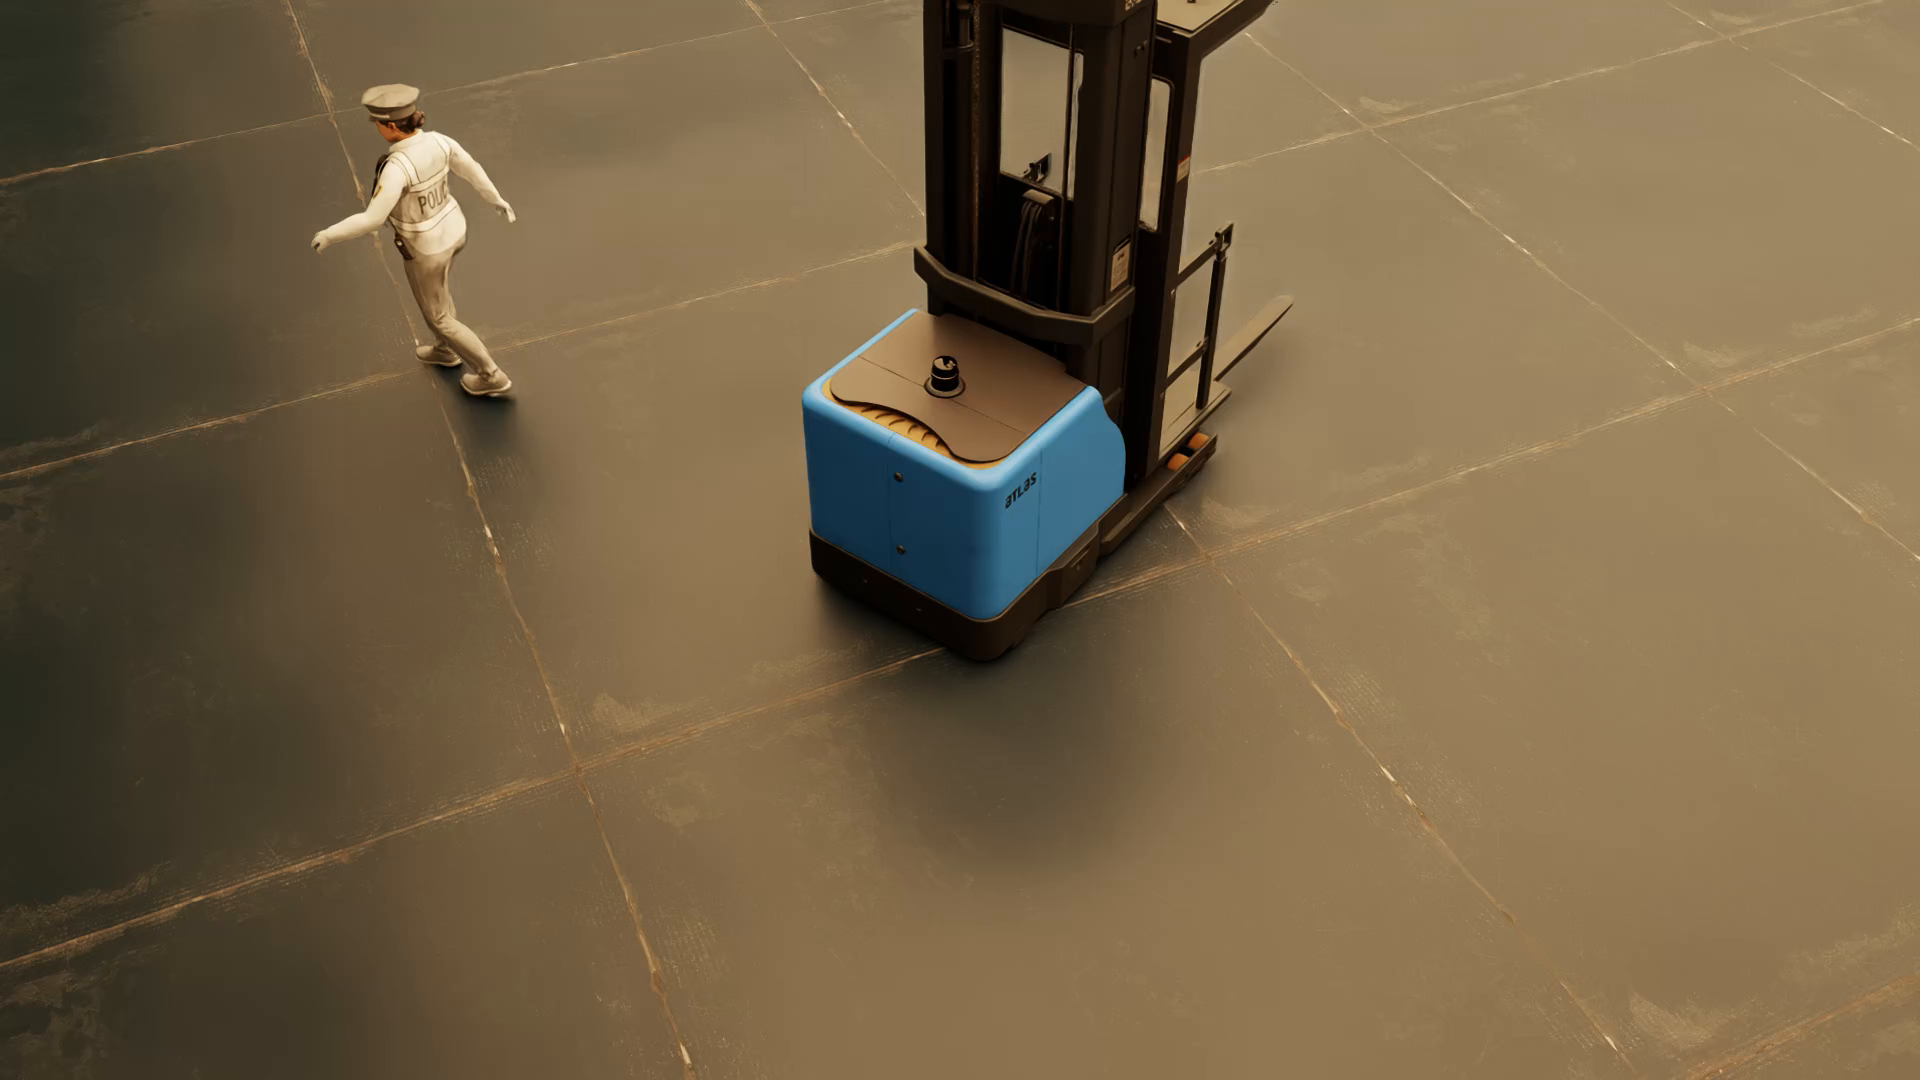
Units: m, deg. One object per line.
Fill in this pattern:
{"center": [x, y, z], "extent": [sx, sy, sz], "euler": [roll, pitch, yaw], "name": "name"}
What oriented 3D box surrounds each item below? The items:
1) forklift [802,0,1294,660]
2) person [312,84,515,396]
{"center": [0.608, -1.510, 7.299], "extent": [1.130, 2.935, 3.031], "euler": [27, 49, 26], "name": "forklift"}
{"center": [-2.619, -1.479, 8.220], "extent": [0.726, 1.650, 0.879], "euler": [14, 45, 15], "name": "person"}
